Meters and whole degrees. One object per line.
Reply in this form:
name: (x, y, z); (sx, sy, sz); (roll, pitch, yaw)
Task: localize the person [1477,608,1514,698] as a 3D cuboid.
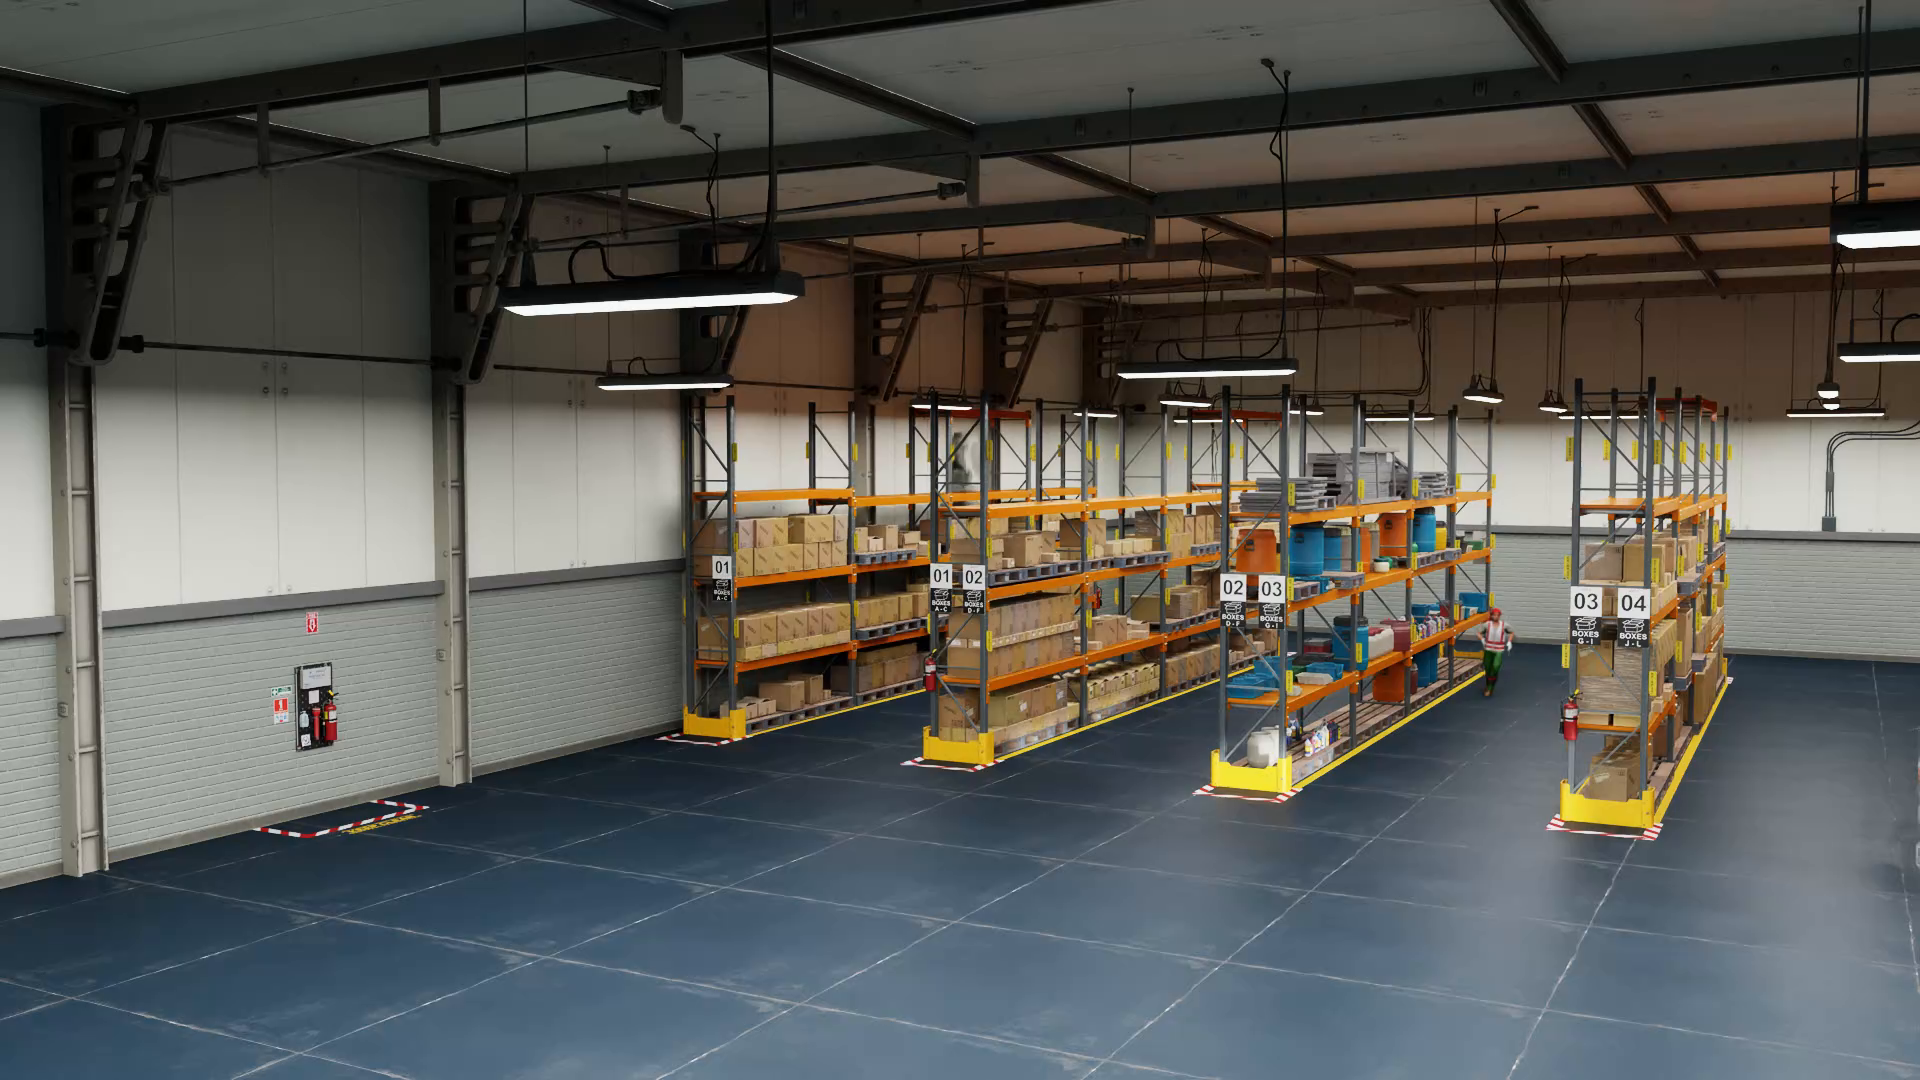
person: (10.992, 2.298, 34.237); (0.698, 1.800, 0.945); (2, 3, 28)

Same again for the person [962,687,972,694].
person: (0.099, 2.508, 33.317); (0.637, 1.482, 0.863); (0, 3, 4)

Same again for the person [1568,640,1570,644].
person: (12.186, 2.408, 32.383); (0.704, 1.832, 0.850); (1, 3, 21)
